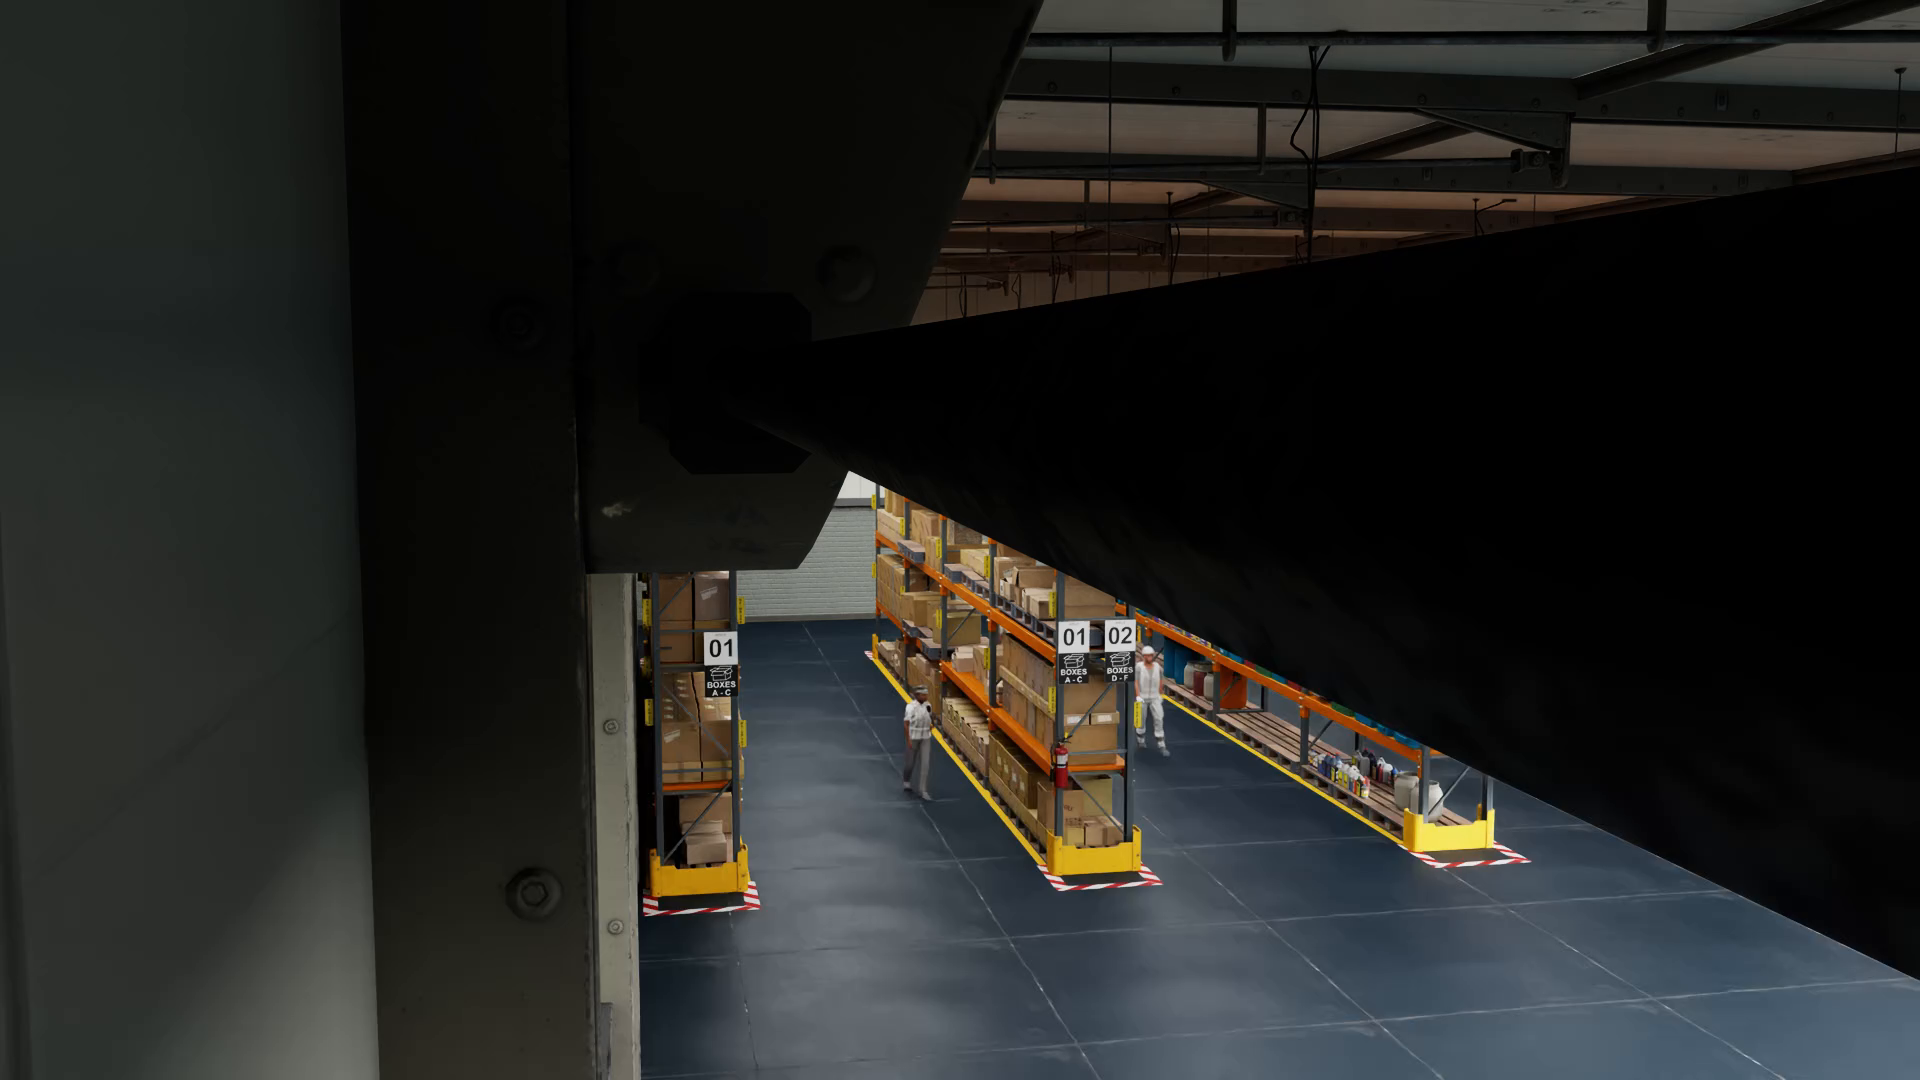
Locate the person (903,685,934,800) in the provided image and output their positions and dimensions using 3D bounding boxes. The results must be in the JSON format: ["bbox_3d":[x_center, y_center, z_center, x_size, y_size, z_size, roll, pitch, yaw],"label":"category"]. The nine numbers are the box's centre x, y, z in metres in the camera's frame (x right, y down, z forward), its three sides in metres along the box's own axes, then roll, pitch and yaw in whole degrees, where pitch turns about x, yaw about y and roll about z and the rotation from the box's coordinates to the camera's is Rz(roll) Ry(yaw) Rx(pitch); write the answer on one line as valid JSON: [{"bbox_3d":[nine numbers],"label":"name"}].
[{"bbox_3d":[-0.604,2.979,24.766,0.538,1.660,0.804,-3,7,-30],"label":"person"}]

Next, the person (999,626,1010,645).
[{"bbox_3d":[1.066,2.129,32.421,0.558,1.714,1.067,-1,6,-14],"label":"person"}]

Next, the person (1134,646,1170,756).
[{"bbox_3d":[3.125,2.620,27.389,0.547,1.744,0.921,-1,6,-5],"label":"person"}]
